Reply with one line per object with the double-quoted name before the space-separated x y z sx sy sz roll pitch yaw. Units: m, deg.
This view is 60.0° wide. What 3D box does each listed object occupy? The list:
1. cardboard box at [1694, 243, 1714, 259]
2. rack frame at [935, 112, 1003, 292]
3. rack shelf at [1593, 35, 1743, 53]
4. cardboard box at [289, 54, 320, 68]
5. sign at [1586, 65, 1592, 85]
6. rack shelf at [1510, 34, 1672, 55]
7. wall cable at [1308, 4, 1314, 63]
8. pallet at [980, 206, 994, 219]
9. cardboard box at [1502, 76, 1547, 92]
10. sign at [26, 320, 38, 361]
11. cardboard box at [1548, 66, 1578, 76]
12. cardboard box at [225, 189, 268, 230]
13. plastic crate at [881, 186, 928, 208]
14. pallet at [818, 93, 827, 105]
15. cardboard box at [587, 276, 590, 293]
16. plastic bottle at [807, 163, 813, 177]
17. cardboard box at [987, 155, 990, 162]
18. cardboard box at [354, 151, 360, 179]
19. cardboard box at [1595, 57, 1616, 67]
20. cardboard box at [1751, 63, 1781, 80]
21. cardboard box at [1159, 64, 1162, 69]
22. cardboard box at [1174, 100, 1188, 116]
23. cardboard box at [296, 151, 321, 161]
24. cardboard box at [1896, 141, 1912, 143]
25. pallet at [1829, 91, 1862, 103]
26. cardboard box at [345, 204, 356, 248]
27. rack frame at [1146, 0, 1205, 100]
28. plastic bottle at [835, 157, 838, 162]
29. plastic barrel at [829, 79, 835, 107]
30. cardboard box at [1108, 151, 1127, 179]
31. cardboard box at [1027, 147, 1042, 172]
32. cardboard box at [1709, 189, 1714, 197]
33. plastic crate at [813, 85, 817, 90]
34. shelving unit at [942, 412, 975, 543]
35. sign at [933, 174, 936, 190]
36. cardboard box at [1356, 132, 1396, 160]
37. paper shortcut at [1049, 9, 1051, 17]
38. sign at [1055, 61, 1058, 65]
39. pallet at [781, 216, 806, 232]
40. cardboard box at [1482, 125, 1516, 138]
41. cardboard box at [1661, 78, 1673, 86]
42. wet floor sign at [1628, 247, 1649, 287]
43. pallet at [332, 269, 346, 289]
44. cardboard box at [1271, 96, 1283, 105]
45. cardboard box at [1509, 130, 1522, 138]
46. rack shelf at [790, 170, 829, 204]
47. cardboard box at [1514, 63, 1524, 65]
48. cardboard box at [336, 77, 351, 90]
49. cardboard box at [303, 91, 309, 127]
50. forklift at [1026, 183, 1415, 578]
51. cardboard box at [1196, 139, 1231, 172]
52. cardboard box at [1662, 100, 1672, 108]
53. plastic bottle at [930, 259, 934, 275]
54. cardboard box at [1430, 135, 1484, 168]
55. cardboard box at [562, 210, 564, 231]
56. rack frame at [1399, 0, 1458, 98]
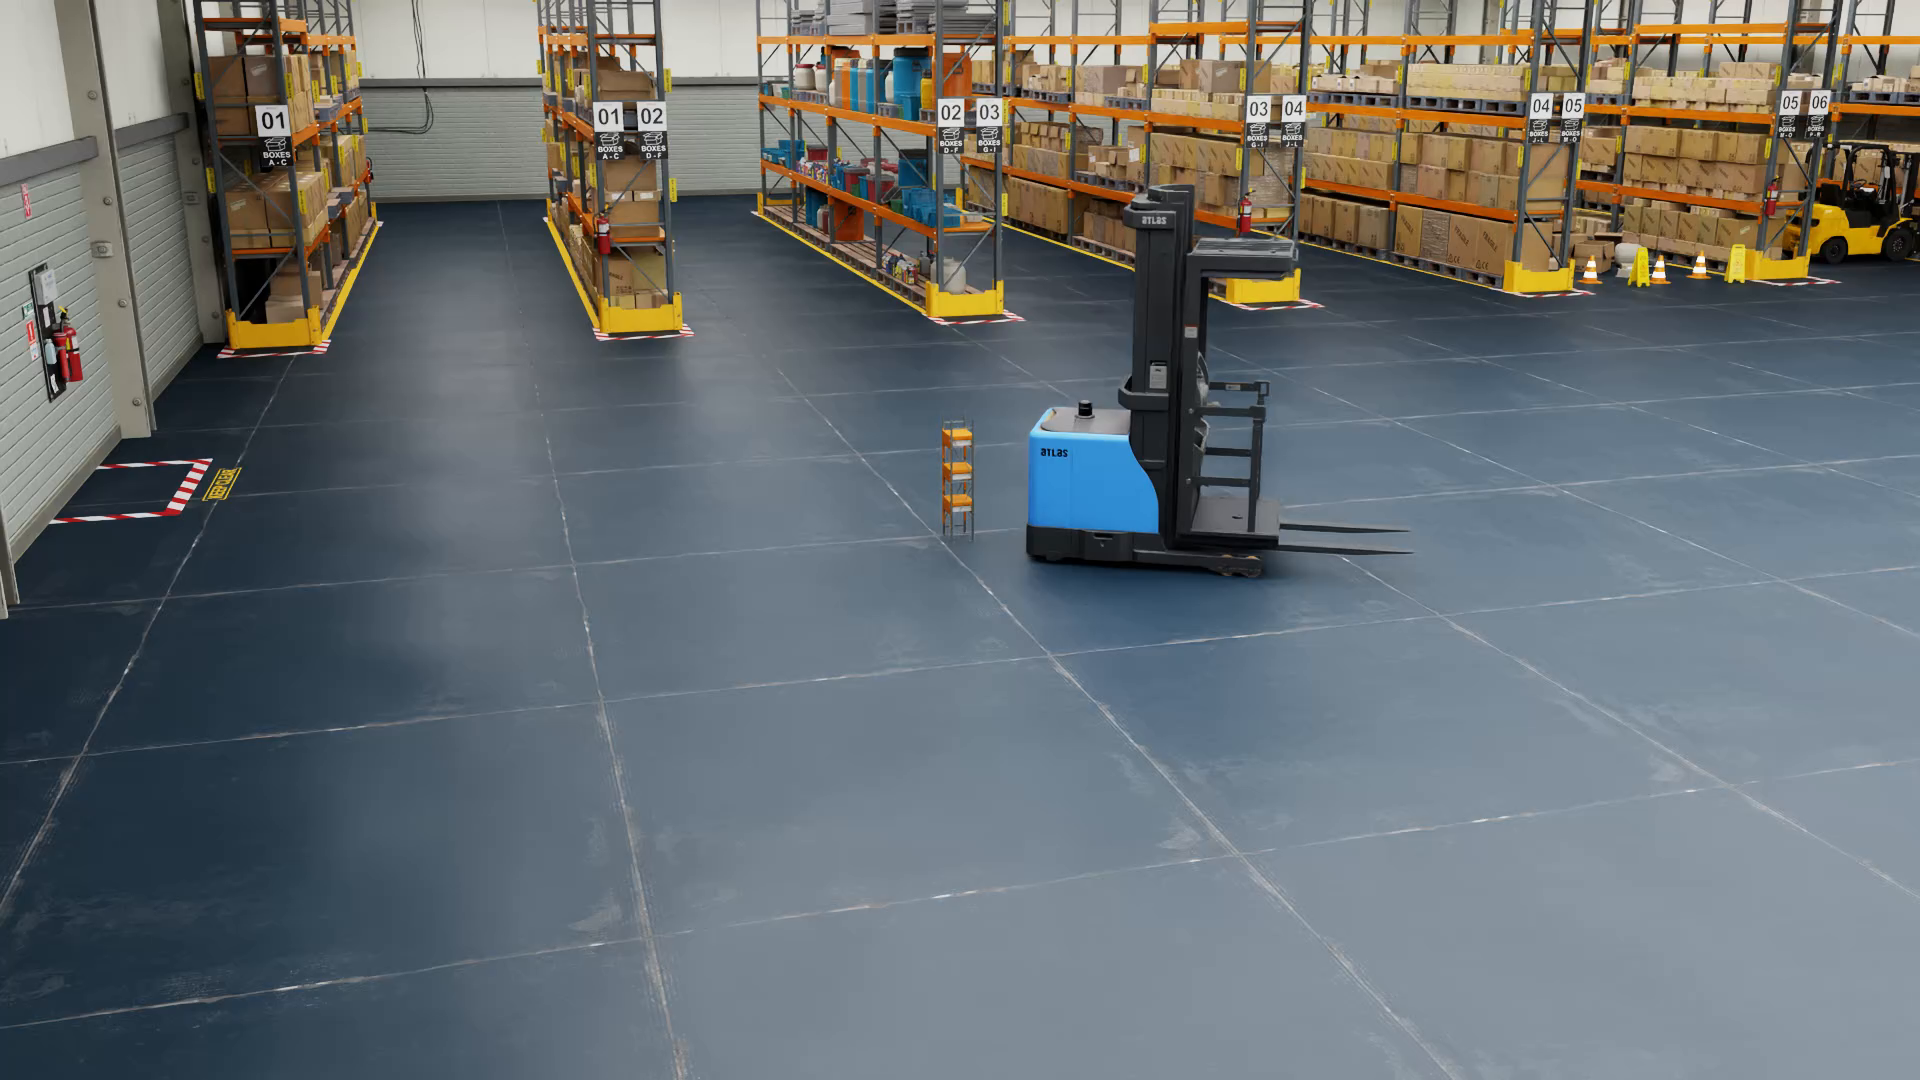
"cardboard box" 13.811 -5.292 30.407 0.500 0.250 0.500 -5 17 -15
"rack frame" 0.135 -4.887 25.007 1.000 3.000 0.127 -5 17 -15
"rack shelf" 16.449 -11.559 38.735 1.077 0.370 4.000 -5 17 -15
"cardboard box" -12.406 -9.072 31.483 0.500 0.250 0.500 -5 18 -17
"sign" 10.230 -7.578 27.095 0.100 0.325 0.005 -5 17 -15
"rack shelf" 12.777 -10.059 33.742 1.077 0.370 4.000 -5 17 -15
"wall cable" 11.608 -15.198 48.842 2.988 3.039 0.133 -5 17 -15
"pallet" 1.127 -7.817 39.608 1.003 0.211 1.213 -5 17 -15
"cardboard box" 9.291 -7.512 27.372 0.500 0.250 0.500 -4 17 -15
"sign" -8.070 -1.739 14.464 0.001 0.329 0.234 -5 17 -15
"cardboard box" 9.909 -7.707 27.329 0.380 0.149 0.250 -5 17 -15
"cardboard box" -9.724 -4.514 22.688 0.500 0.500 0.500 -5 17 -16
"plastic crate" -0.942 -5.809 28.184 0.767 0.338 0.504 -5 17 -15
"pallet" -2.179 -8.665 32.699 1.003 0.211 1.213 -5 17 -15
"cardboard box" -5.627 -4.057 26.295 0.500 0.250 0.500 -5 17 -15
"plastic bottle" -3.083 -7.668 34.482 0.152 0.276 0.135 -5 17 -15
"cardboard box" 0.848 -8.891 38.775 0.380 0.149 0.250 -5 17 -16
"cardboard box" -12.821 -7.718 33.910 0.980 0.700 0.700 -4 17 -14
"cardboard box" 15.647 -11.570 40.337 0.396 0.266 0.258 -5 17 -16
"cardboard box" 17.244 -9.901 35.406 0.500 0.500 0.500 -4 17 -14
"cardboard box" 5.167 -11.756 41.359 0.380 0.149 0.250 -5 17 -16
"cardboard box" 3.952 -7.321 28.156 0.500 0.250 0.500 -5 18 -17
"cardboard box" -11.362 -6.705 28.993 0.380 0.149 0.250 -8 18 -24
"cardboard box" 18.720 -7.789 32.851 0.380 0.149 0.250 -5 17 -16
"pallet" 17.843 -9.150 34.317 0.805 0.209 1.217 -5 18 -17
"cardboard box" -11.899 -5.945 31.535 0.750 0.750 0.750 -5 17 -16
"rack frame" 3.798 -9.258 29.131 1.000 3.000 0.127 -5 17 -15
"plastic bottle" -2.595 -7.954 35.304 0.144 0.351 0.185 -5 17 -15
"plastic barrel" -2.272 -8.480 31.559 0.421 0.512 0.421 0 17 0
"cardboard box" 3.233 -7.108 31.491 0.797 0.503 0.637 -3 17 -10
"cardboard box" 1.762 -8.221 35.933 0.500 0.500 0.500 -5 17 -17
"cardboard box" 13.856 -6.313 30.191 0.380 0.149 0.250 -4 17 -14
"plastic crate" -3.240 -9.945 36.860 0.497 0.269 0.590 -5 17 -15
"shelving unit" -0.015 -0.518 13.850 0.215 1.050 0.252 -5 17 -15
"sign" -0.432 -6.166 28.785 0.100 0.325 0.005 -5 17 -15
"cardboard box" 8.171 -7.695 32.442 0.700 0.500 0.500 -5 17 -15
"paper shortcut" 1.831 -10.755 33.872 0.009 0.170 0.078 6 -17 -18
"sign" 2.119 -10.478 36.961 0.100 0.325 0.005 -5 17 -15
"pallet" -3.402 -7.071 37.125 1.003 0.211 1.213 -5 17 -15
"cardboard box" 11.834 -8.924 36.535 0.500 0.500 0.500 -5 17 -17
"cardboard box" 13.309 -8.535 30.990 0.380 0.149 0.250 -5 17 -16
"wet floor sign" 11.606 -4.664 28.356 0.267 0.644 0.232 -8 18 -25
"pallet" -11.044 -4.428 28.326 1.003 0.211 1.213 -5 17 -15
"cardboard box" 5.044 -6.929 26.158 0.380 0.149 0.250 -5 17 -16
"cardboard box" 12.129 -8.524 35.693 0.500 0.500 0.500 -5 17 -17
"rack shelf" -2.613 -7.308 34.319 1.077 0.370 4.000 -5 17 -15
"cardboard box" 14.803 -12.343 43.490 0.500 0.250 0.500 -5 17 -16
"cardboard box" -12.624 -9.249 33.670 0.500 0.250 0.500 -5 17 -15
"cardboard box" -9.798 -6.293 24.265 0.500 0.500 0.500 -5 18 -17
"forklift" 2.102 -1.277 13.109 3.031 2.935 1.130 3 17 11
"cardboard box" 4.231 -6.357 27.471 0.500 0.500 0.500 -5 17 -15
"cardboard box" 13.400 -8.170 31.159 0.380 0.149 0.250 -4 17 -14
"plastic bottle" -0.460 -4.590 27.976 0.061 0.283 0.133 -5 17 -15
"cardboard box" 8.943 -6.930 29.671 0.875 0.550 0.550 -5 17 -15
"cardboard box" -7.870 -6.529 34.055 0.500 0.500 0.500 -4 17 -14
"rack frame" 8.595 -9.622 30.343 1.000 3.000 0.127 -5 17 -15
